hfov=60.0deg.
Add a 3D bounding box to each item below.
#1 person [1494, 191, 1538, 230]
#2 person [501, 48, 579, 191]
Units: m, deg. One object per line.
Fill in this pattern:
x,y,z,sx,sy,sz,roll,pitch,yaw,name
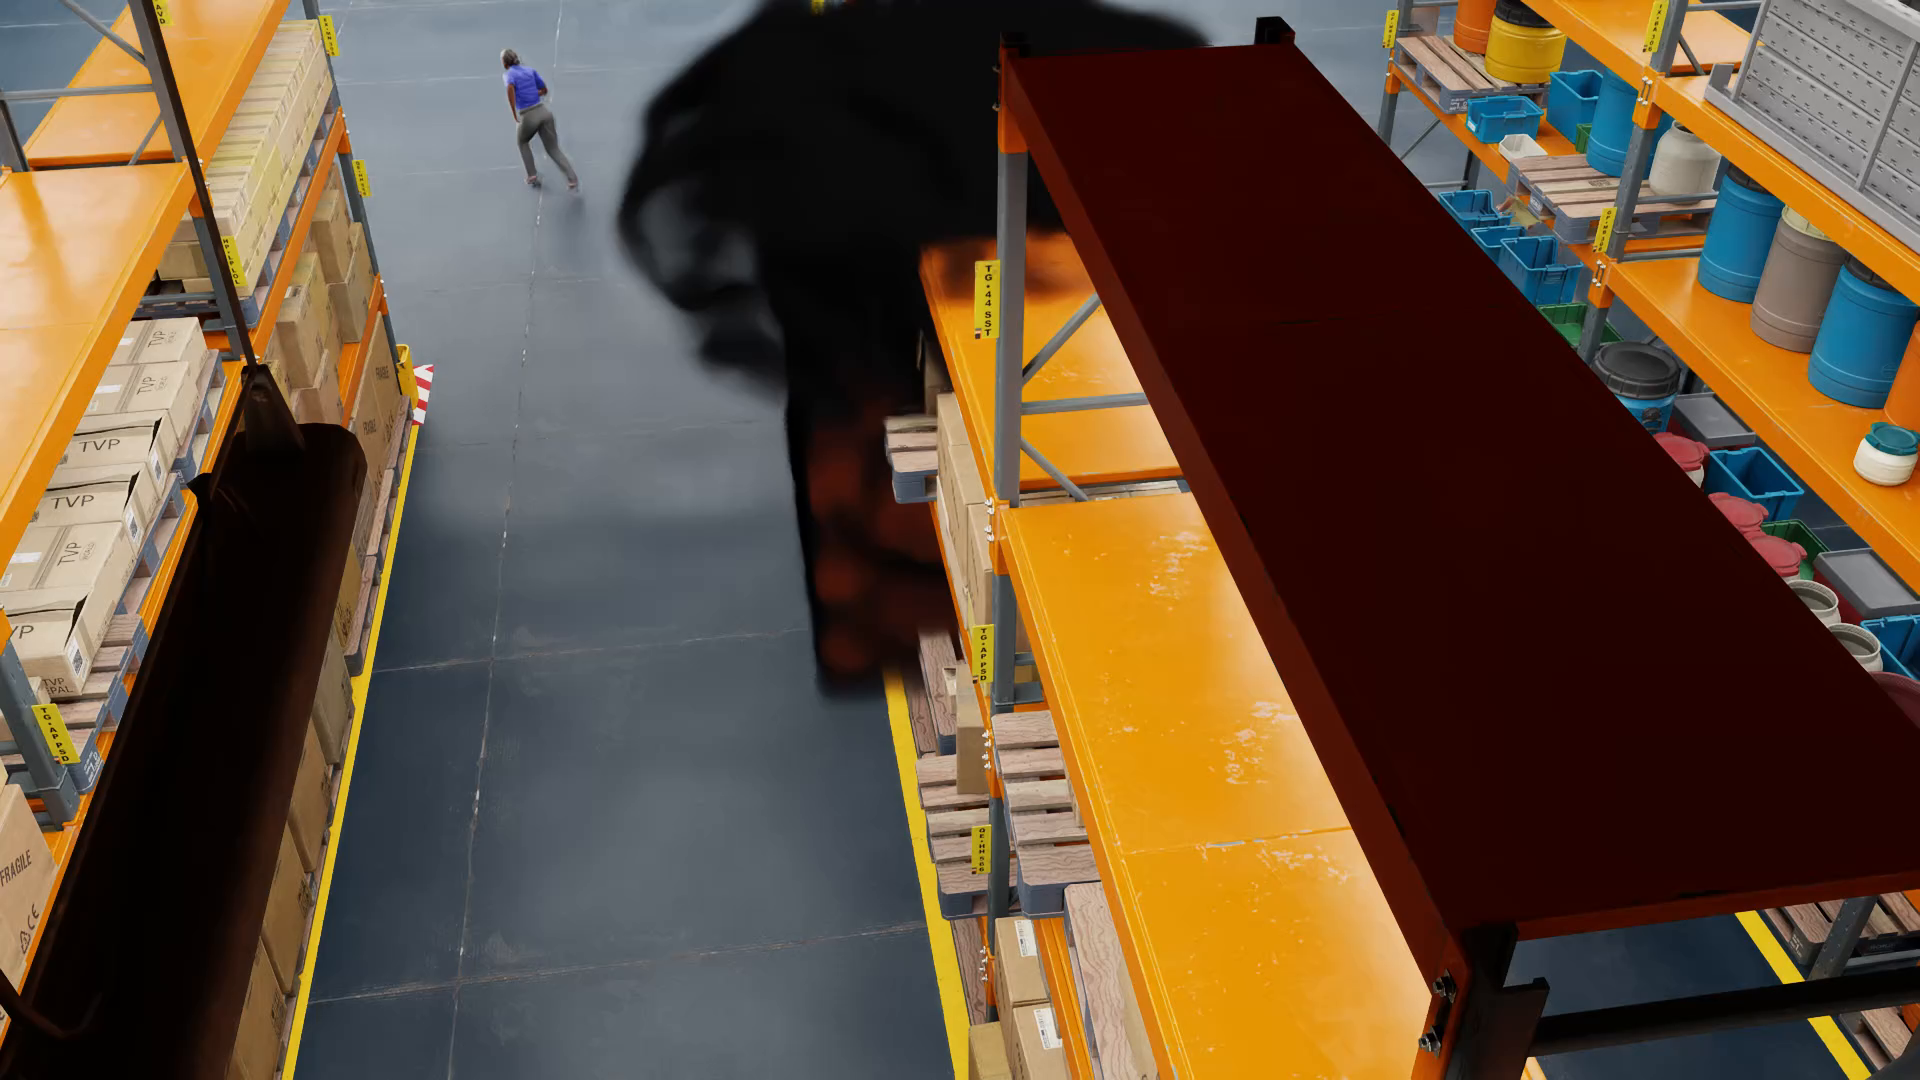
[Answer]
5.474,-3.132,16.321,0.595,1.645,0.626,-21,41,-26,person
-4.652,-4.561,18.389,0.962,1.615,0.618,24,43,29,person
